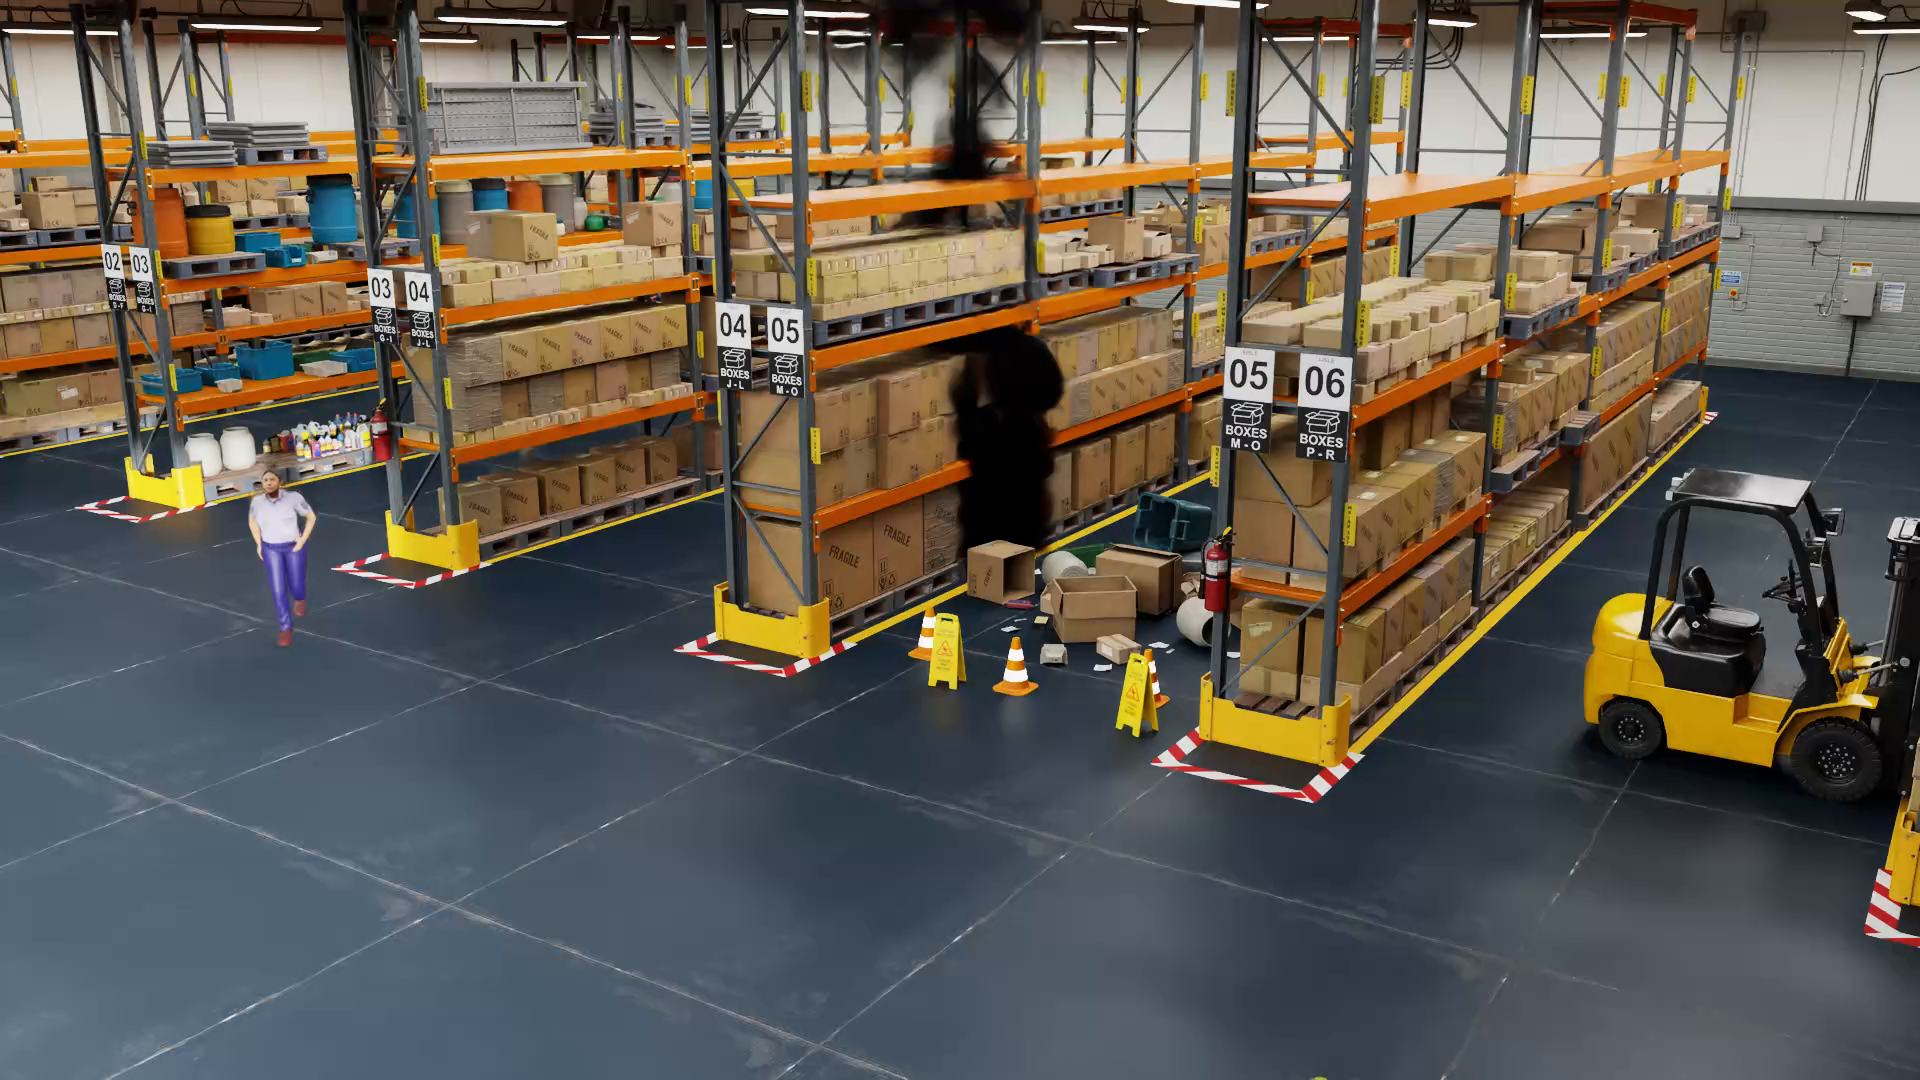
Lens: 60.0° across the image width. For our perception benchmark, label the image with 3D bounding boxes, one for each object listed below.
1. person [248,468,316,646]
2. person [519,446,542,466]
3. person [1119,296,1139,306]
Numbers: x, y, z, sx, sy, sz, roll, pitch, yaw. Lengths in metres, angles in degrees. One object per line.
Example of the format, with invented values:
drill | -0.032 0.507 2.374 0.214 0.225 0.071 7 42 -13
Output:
person | -6.388 0.121 15.730 0.589 1.635 0.703 -4 16 -13
person | -5.561 -1.452 21.319 0.563 1.655 0.572 9 18 28
person | 3.213 -4.569 32.534 0.512 1.688 0.659 14 21 41
